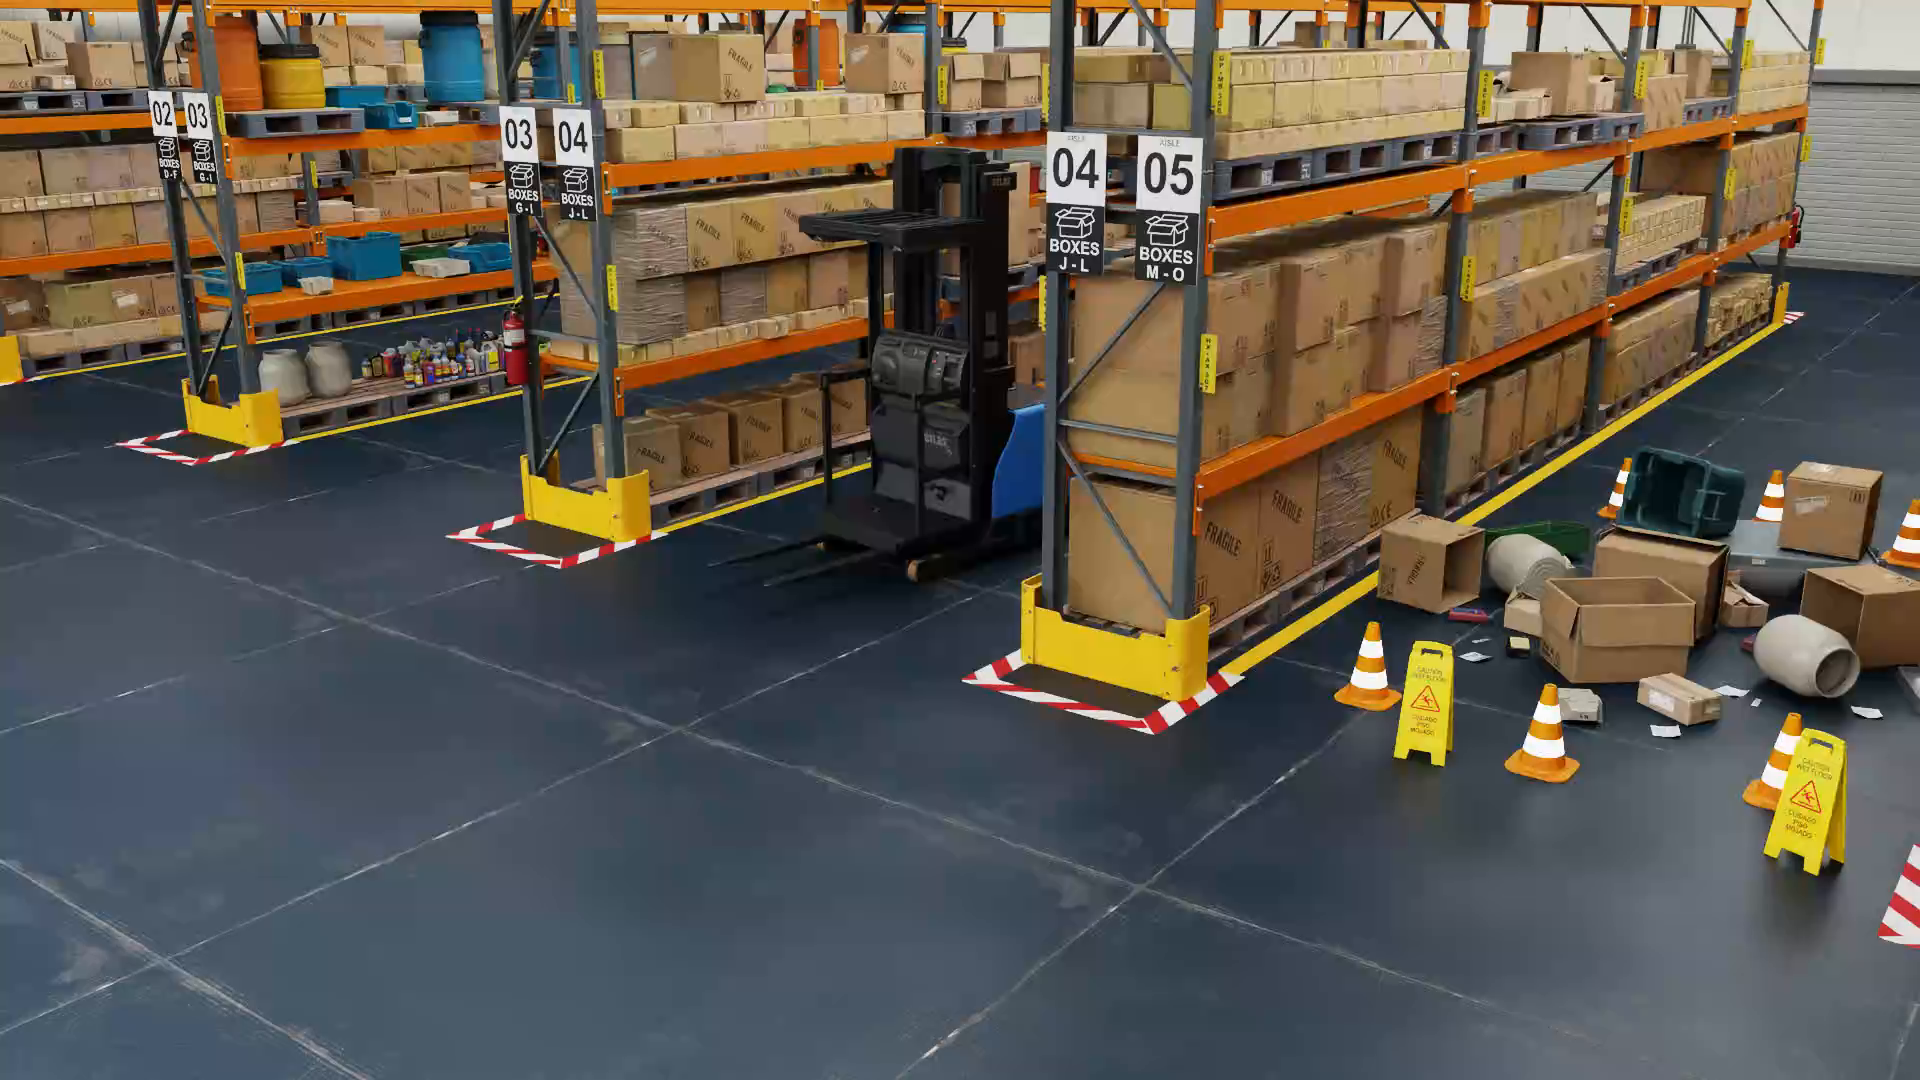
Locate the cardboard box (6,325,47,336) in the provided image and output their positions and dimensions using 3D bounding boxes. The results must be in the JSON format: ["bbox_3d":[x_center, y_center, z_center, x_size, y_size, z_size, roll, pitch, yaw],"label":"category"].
[{"bbox_3d":[-10.856,-2.350,19.182,0.500,0.250,0.500,12,21,35],"label":"cardboard box"}]

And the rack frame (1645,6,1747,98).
[{"bbox_3d":[8.089,-6.354,18.031,1.000,3.000,0.127,12,21,35],"label":"rack frame"}]

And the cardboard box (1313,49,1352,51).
[{"bbox_3d":[2.530,-3.377,11.706,0.380,0.149,0.250,12,21,34],"label":"cardboard box"}]

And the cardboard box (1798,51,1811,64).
[{"bbox_3d":[10.510,-6.101,21.011,0.380,0.149,0.250,12,21,34],"label":"cardboard box"}]

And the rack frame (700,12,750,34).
[{"bbox_3d":[-3.788,-9.006,26.571,1.000,3.000,0.127,12,21,35],"label":"rack frame"}]

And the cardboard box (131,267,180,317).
[{"bbox_3d":[-9.544,-2.973,19.925,0.500,0.500,0.500,12,21,35],"label":"cardboard box"}]

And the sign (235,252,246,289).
[{"bbox_3d":[-6.523,-2.440,15.078,0.100,0.325,0.005,12,21,35],"label":"sign"}]

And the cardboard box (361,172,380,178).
[{"bbox_3d":[-9.770,-5.990,27.363,0.380,0.149,0.250,12,21,34],"label":"cardboard box"}]

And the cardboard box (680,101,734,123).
[{"bbox_3d":[-1.984,-3.343,12.975,0.380,0.149,0.250,12,21,35],"label":"cardboard box"}]

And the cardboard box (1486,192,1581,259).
[{"bbox_3d":[5.129,-2.836,14.962,0.700,0.500,0.500,12,21,34],"label":"cardboard box"}]

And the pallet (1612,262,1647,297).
[{"bbox_3d":[6.044,-2.633,16.488,1.213,0.211,1.003,12,21,35],"label":"pallet"}]

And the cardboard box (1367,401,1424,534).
[{"bbox_3d":[2.891,-0.632,12.595,0.875,0.875,0.875,13,21,36],"label":"cardboard box"}]

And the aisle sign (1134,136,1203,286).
[{"bbox_3d":[1.137,-1.802,9.106,0.394,0.787,0.004,12,21,35],"label":"aisle sign"}]

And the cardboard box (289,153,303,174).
[{"bbox_3d":[-10.735,-6.069,26.318,0.700,0.500,0.500,10,20,30],"label":"cardboard box"}]

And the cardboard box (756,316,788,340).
[{"bbox_3d":[-1.652,-1.777,13.832,0.380,0.149,0.250,12,21,35],"label":"cardboard box"}]

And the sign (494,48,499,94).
[{"bbox_3d":[-3.418,-3.489,12.372,0.100,0.325,0.005,12,21,35],"label":"sign"}]

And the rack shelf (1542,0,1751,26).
[{"bbox_3d":[6.897,-5.343,16.663,1.077,0.370,4.000,12,21,35],"label":"rack shelf"}]

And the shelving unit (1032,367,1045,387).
[{"bbox_3d":[0.829,-0.813,13.338,0.503,1.200,0.258,-16,24,-42],"label":"shelving unit"}]

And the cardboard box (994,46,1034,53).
[{"bbox_3d":[0.696,-4.848,17.228,0.500,0.500,0.500,12,21,33],"label":"cardboard box"}]

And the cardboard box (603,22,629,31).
[{"bbox_3d":[-5.299,-7.492,24.898,0.500,0.500,0.500,12,21,35],"label":"cardboard box"}]

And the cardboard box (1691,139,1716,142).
[{"bbox_3d":[8.771,-4.559,20.012,0.500,0.500,0.500,13,22,36],"label":"cardboard box"}]

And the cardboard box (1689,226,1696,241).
[{"bbox_3d":[7.857,-3.378,18.279,0.380,0.149,0.250,13,21,35],"label":"cardboard box"}]

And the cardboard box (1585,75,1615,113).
[{"bbox_3d":[5.323,-3.872,14.372,0.500,0.311,0.500,12,21,35],"label":"cardboard box"}]

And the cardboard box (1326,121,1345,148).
[{"bbox_3d":[2.152,-2.517,10.281,0.380,0.149,0.250,12,21,34],"label":"cardboard box"}]

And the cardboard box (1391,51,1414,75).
[{"bbox_3d":[2.757,-3.140,10.942,0.380,0.149,0.250,13,21,35],"label":"cardboard box"}]

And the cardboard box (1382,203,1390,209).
[{"bbox_3d":[5.840,-4.774,23.482,0.380,0.149,0.250,13,21,35],"label":"cardboard box"}]

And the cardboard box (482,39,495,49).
[{"bbox_3d":[-8.381,-8.515,29.139,0.700,0.500,0.500,11,20,32],"label":"cardboard box"}]

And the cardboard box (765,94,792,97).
[{"bbox_3d":[-1.665,-3.762,14.323,0.380,0.149,0.250,12,21,34],"label":"cardboard box"}]

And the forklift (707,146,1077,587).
[{"bbox_3d":[-0.441,-1.269,11.889,3.031,2.935,1.130,-16,24,-42],"label":"forklift"}]

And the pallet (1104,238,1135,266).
[{"bbox_3d":[1.443,-3.157,18.174,1.213,0.211,1.003,12,21,35],"label":"pallet"}]

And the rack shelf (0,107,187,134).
[{"bbox_3d":[-9.747,-4.848,19.453,1.077,0.370,4.000,12,21,35],"label":"rack shelf"}]

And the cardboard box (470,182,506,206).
[{"bbox_3d":[-6.860,-4.967,23.830,0.500,0.311,0.500,12,21,34],"label":"cardboard box"}]

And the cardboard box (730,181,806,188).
[{"bbox_3d":[-1.669,-2.851,14.510,0.500,0.500,0.500,12,21,35],"label":"cardboard box"}]

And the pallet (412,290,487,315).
[{"bbox_3d":[-7.421,-3.378,23.265,1.003,0.211,1.213,12,21,35],"label":"pallet"}]

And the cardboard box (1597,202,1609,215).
[{"bbox_3d":[6.715,-3.533,17.775,0.380,0.149,0.250,13,22,37],"label":"cardboard box"}]

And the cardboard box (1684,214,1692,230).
[{"bbox_3d":[7.704,-3.460,18.043,0.380,0.149,0.250,14,22,37],"label":"cardboard box"}]

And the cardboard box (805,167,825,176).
[{"bbox_3d":[-2.663,-6.503,28.458,0.500,0.500,0.500,12,21,34],"label":"cardboard box"}]

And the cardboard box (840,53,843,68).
[{"bbox_3d":[-2.105,-8.288,28.728,0.500,0.250,0.500,12,21,35],"label":"cardboard box"}]

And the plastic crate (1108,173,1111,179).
[{"bbox_3d":[2.230,-5.894,27.009,0.396,0.136,0.243,12,21,35],"label":"plastic crate"}]

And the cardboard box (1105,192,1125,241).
[{"bbox_3d":[1.492,-3.549,18.239,0.500,0.500,0.500,10,20,28],"label":"cardboard box"}]

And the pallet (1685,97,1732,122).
[{"bbox_3d":[7.635,-4.703,18.091,1.213,0.211,1.003,12,21,35],"label":"pallet"}]

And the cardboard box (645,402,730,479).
[{"bbox_3d":[-2.270,-0.832,13.873,0.500,0.500,0.500,-13,22,-36],"label":"cardboard box"}]

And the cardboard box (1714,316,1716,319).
[{"bbox_3d":[8.756,-2.640,19.786,0.380,0.149,0.250,12,21,34],"label":"cardboard box"}]

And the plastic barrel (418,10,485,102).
[{"bbox_3d":[-5.258,-5.014,17.219,0.600,0.901,0.708,12,21,35],"label":"plastic barrel"}]

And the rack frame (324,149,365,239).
[{"bbox_3d":[-10.152,-6.063,27.208,1.000,3.000,0.127,12,21,35],"label":"rack frame"}]

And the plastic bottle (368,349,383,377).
[{"bbox_3d":[-6.165,-1.865,17.531,0.061,0.283,0.133,13,22,36],"label":"plastic bottle"}]

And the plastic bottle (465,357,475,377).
[{"bbox_3d":[-5.187,-1.835,17.572,0.097,0.201,0.097,0,17,0],"label":"plastic bottle"}]

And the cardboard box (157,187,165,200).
[{"bbox_3d":[-9.459,-4.124,19.705,0.380,0.149,0.250,13,22,36],"label":"cardboard box"}]

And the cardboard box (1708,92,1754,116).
[{"bbox_3d":[8.576,-4.913,18.703,0.500,0.250,0.500,14,22,37],"label":"cardboard box"}]

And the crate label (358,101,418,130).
[{"bbox_3d":[-5.582,-4.155,16.260,0.502,0.251,0.408,12,21,35],"label":"crate label"}]

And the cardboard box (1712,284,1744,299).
[{"bbox_3d":[9.545,-3.093,20.740,0.380,0.149,0.250,12,21,33],"label":"cardboard box"}]

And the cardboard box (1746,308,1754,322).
[{"bbox_3d":[9.789,-2.859,20.990,0.380,0.149,0.250,11,21,32],"label":"cardboard box"}]

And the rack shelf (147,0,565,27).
[{"bbox_3d":[-5.771,-5.213,16.246,1.077,0.370,4.000,12,21,35],"label":"rack shelf"}]

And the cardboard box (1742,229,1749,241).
[{"bbox_3d":[9.266,-3.701,20.027,0.380,0.149,0.250,14,22,37],"label":"cardboard box"}]

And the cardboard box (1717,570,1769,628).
[{"bbox_3d":[5.148,0.388,11.048,0.258,0.266,0.396,-1,17,-3],"label":"cardboard box"}]

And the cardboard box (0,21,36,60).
[{"bbox_3d":[-12.936,-6.777,22.562,0.500,0.500,0.500,14,22,38],"label":"cardboard box"}]
